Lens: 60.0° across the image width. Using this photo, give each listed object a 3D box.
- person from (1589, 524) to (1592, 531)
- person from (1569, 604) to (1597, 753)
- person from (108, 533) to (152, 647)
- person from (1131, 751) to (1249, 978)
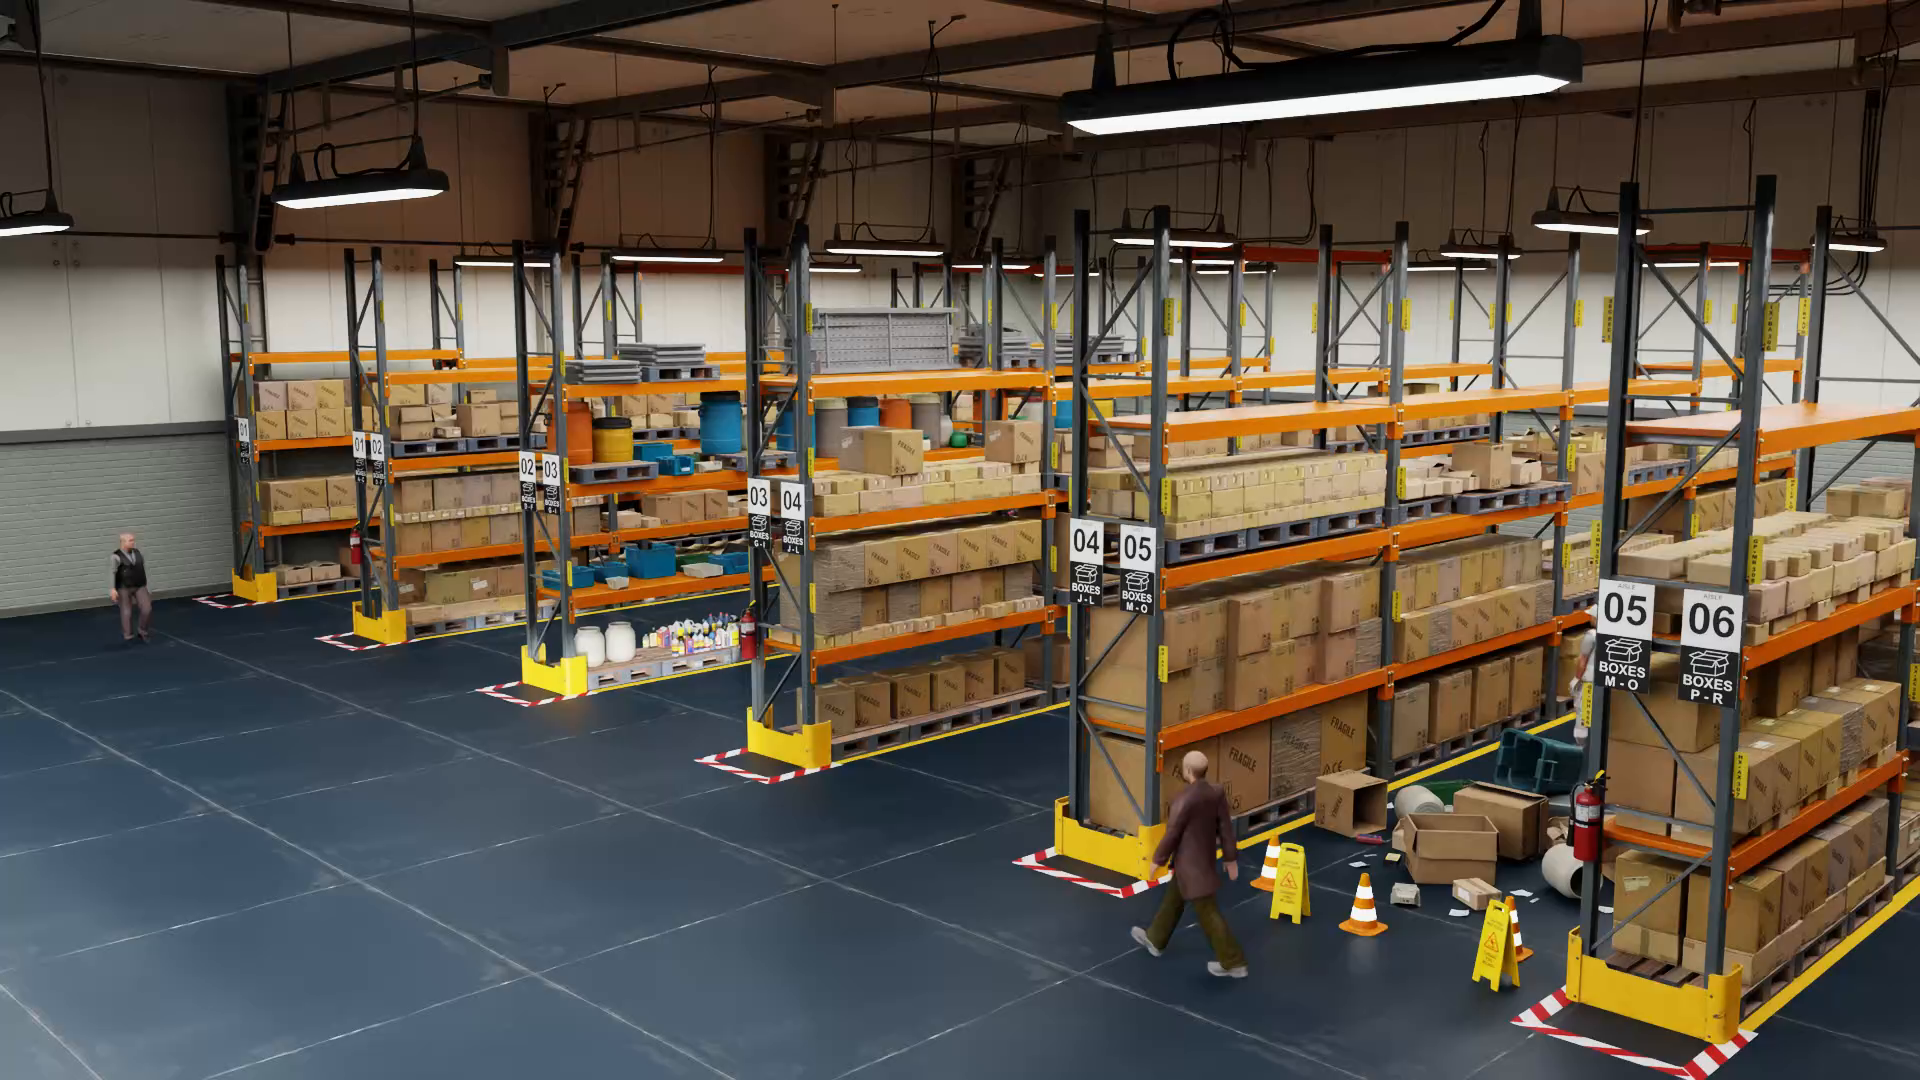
[{"bbox_3d":[10.108,0.554,26.834,0.537,1.693,0.432,5,9,31],"label":"person"},{"bbox_3d":[7.233,1.612,18.956,0.603,1.797,0.400,0,8,-2],"label":"person"},{"bbox_3d":[-12.610,0.760,25.242,0.596,1.738,0.446,-7,11,-40],"label":"person"},{"bbox_3d":[1.764,2.480,12.896,1.101,1.730,0.561,4,9,28],"label":"person"}]
